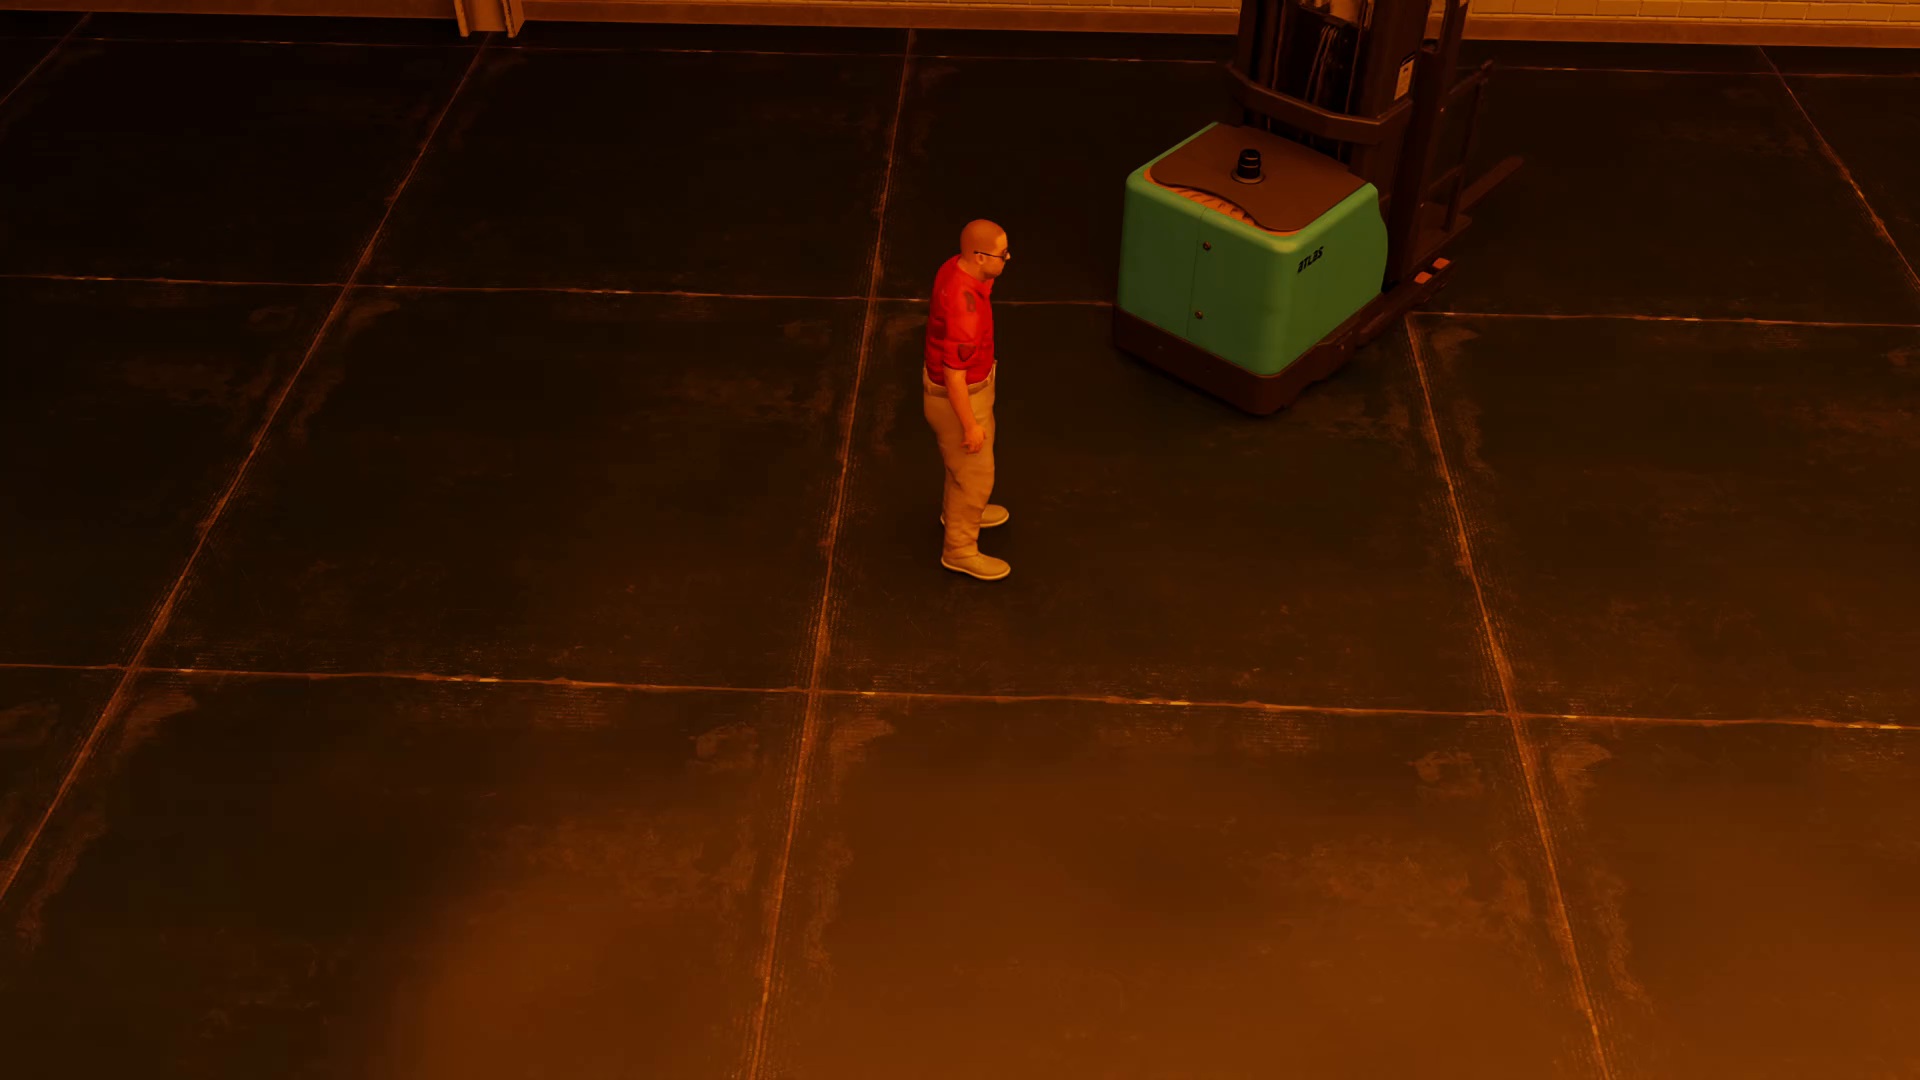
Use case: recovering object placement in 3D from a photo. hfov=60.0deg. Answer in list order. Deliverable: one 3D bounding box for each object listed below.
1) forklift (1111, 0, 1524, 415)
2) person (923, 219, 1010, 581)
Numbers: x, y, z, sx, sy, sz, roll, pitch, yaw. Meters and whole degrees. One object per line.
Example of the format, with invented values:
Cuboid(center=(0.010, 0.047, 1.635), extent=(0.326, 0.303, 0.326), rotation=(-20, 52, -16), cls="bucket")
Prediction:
Cuboid(center=(2.177, -2.634, 8.628), extent=(1.130, 2.935, 3.031), rotation=(31, 51, 30), cls="forklift")
Cuboid(center=(0.038, -0.643, 7.339), extent=(0.396, 1.726, 0.587), rotation=(0, 42, 0), cls="person")
